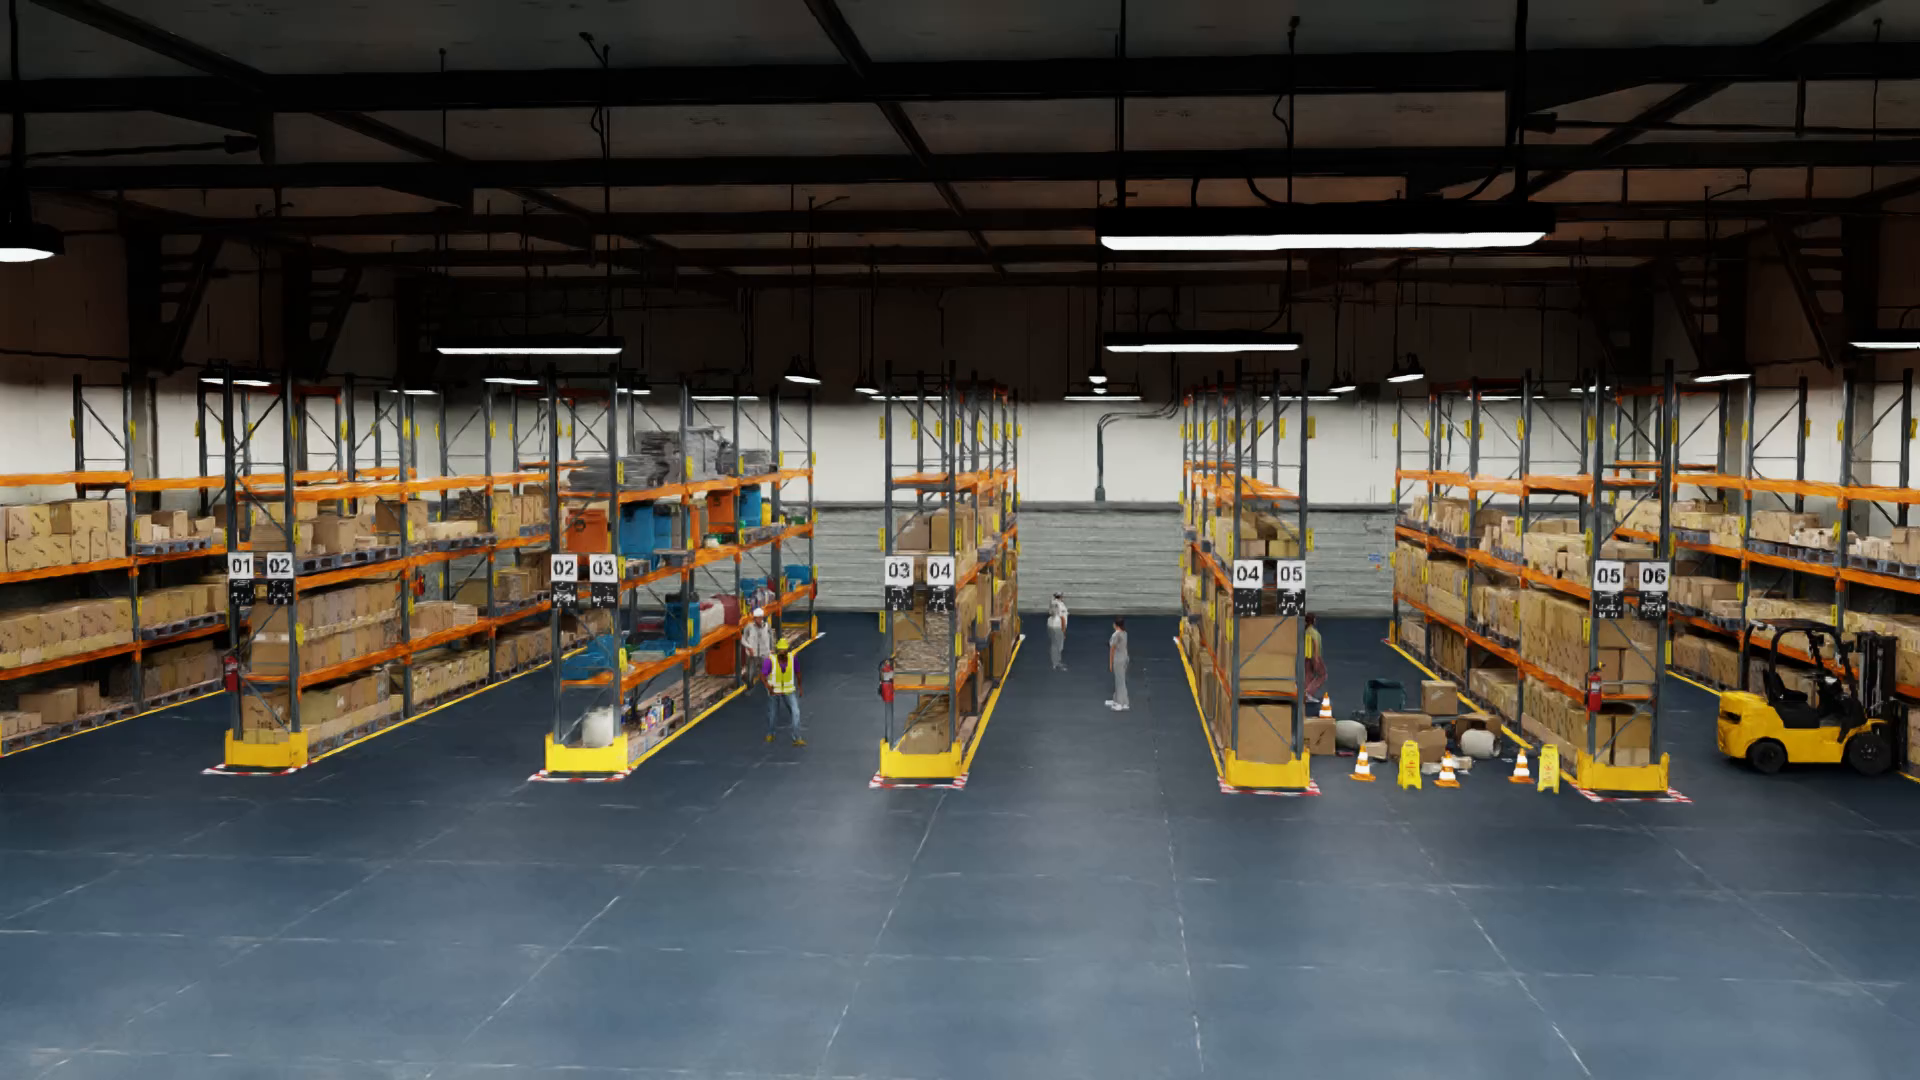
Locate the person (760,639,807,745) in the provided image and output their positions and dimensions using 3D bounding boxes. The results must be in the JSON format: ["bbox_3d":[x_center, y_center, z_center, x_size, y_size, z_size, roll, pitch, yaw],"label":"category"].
[{"bbox_3d":[-2.842,2.404,26.522,0.708,1.703,0.843,-1,4,-12],"label":"person"}]

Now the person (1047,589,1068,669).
[{"bbox_3d":[2.075,1.863,34.972,0.449,1.671,0.533,-2,4,-26],"label":"person"}]

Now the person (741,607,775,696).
[{"bbox_3d":[-3.759,2.099,31.070,0.683,1.714,0.837,-1,4,-11],"label":"person"}]

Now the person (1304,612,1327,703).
[{"bbox_3d":[6.434,2.165,30.434,0.432,1.670,0.503,-2,4,-25],"label":"person"}]

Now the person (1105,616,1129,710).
[{"bbox_3d":[2.830,2.185,29.908,0.564,1.666,0.563,2,4,32],"label":"person"}]
